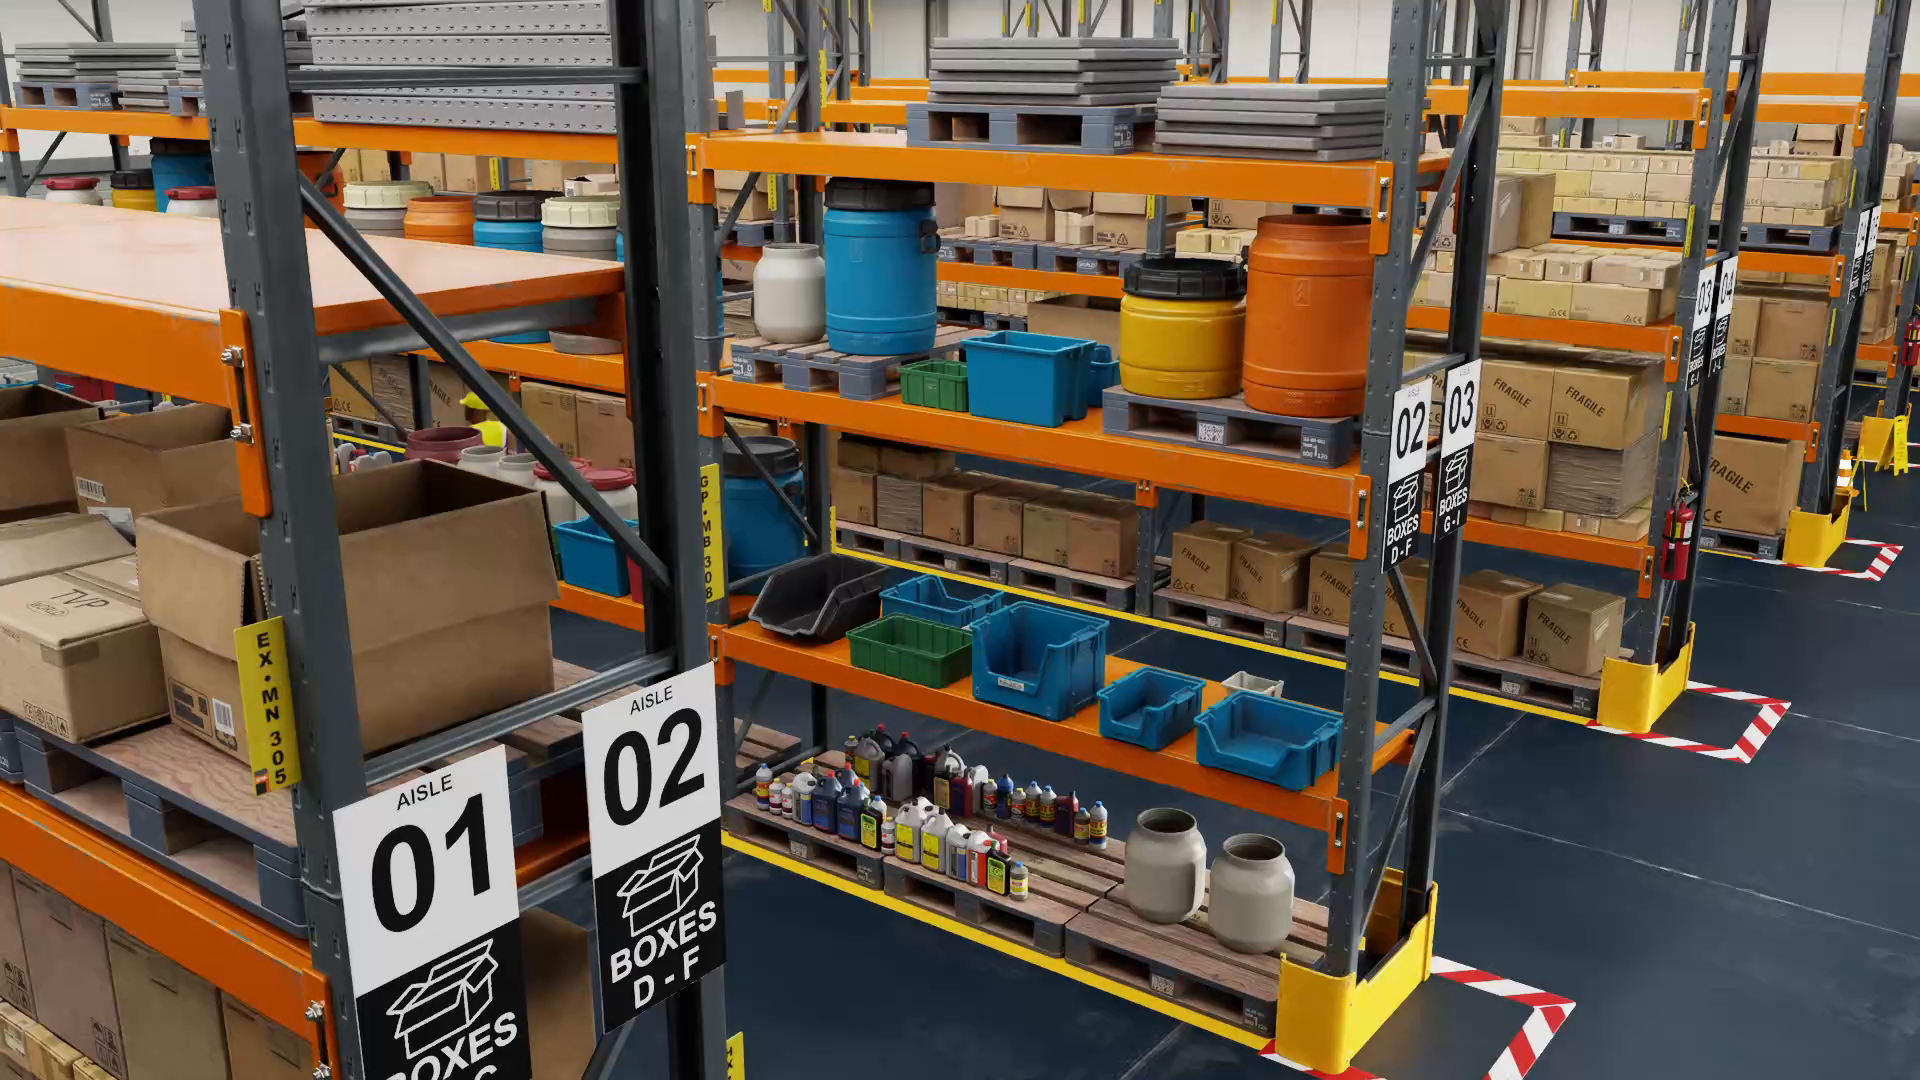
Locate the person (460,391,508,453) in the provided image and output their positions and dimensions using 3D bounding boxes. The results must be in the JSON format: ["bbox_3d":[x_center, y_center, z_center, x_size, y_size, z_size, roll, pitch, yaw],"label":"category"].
[{"bbox_3d":[-4.158,-0.400,14.396,0.546,1.830,0.567,11,20,32],"label":"person"}]
